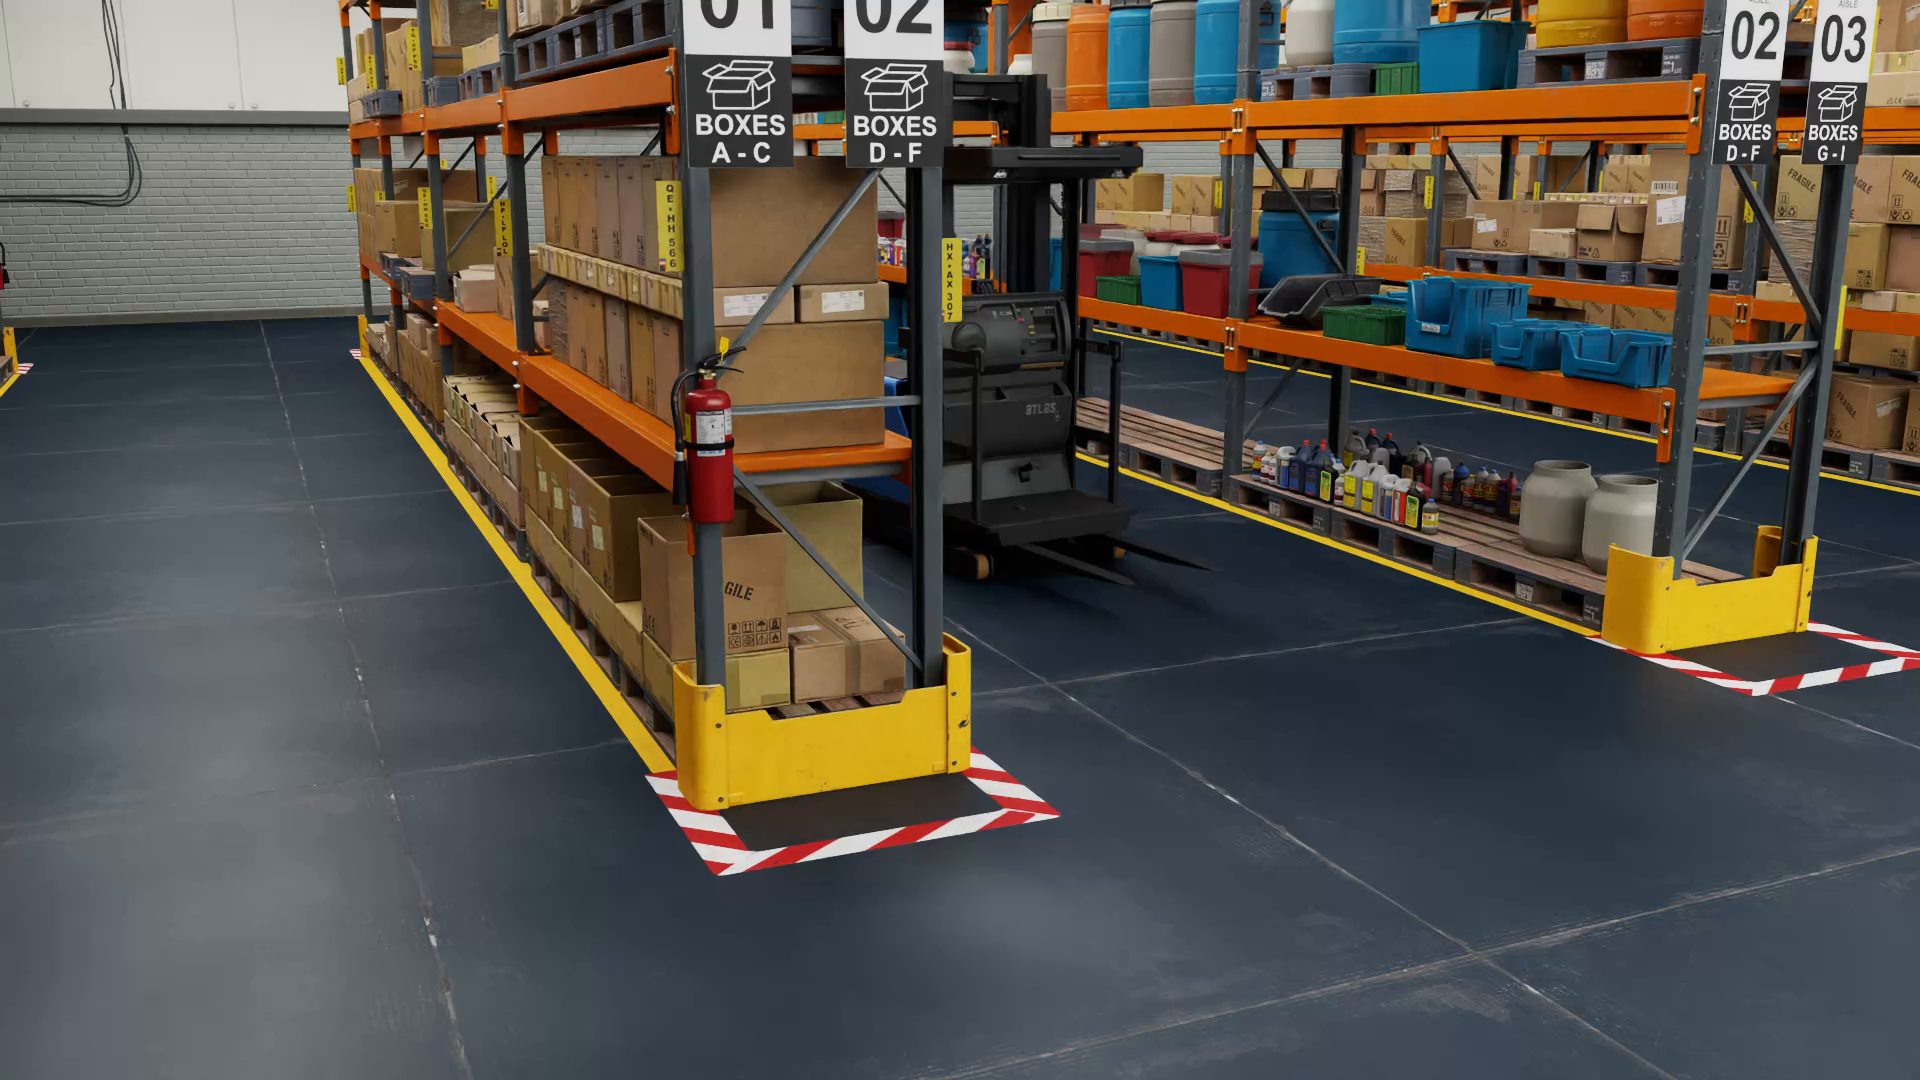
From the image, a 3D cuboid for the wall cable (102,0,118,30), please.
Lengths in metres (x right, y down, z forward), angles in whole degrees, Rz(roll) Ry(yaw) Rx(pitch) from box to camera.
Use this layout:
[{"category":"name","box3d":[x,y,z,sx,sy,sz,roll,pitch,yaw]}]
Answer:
[{"category":"wall cable","box3d":[-10.956,-8.684,24.118,3.097,2.526,0.112,-6,14,-23]}]

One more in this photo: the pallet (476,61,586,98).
[{"category":"pallet","box3d":[-2.518,-2.886,10.460,0.805,0.209,1.217,-6,14,-25]}]

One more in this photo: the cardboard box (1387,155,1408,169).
[{"category":"cardboard box","box3d":[6.849,-5.598,25.304,0.500,0.500,0.500,-5,14,-21]}]

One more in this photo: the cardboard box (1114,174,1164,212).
[{"category":"cardboard box","box3d":[2.477,-4.814,23.027,0.500,0.500,0.500,-6,14,-24]}]

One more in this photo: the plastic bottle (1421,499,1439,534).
[{"category":"plastic bottle","box3d":[2.853,-0.148,10.087,0.097,0.201,0.097,0,13,0]}]

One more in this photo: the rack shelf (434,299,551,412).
[{"category":"rack shelf","box3d":[-2.954,-1.400,11.860,1.077,0.370,4.000,-6,14,-23]}]

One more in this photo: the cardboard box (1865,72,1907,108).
[{"category":"cardboard box","box3d":[7.088,-3.394,12.563,0.500,0.250,0.500,-6,14,-23]}]

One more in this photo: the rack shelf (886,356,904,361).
[{"category":"rack shelf","box3d":[-0.534,-1.197,11.619,0.258,0.148,0.480,-7,14,-27]}]

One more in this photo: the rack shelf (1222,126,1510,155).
[{"category":"rack shelf","box3d":[4.522,-4.581,18.955,1.077,0.370,4.000,-6,14,-23]}]

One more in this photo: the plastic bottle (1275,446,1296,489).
[{"category":"plastic bottle","box3d":[2.268,-0.501,11.448,0.152,0.276,0.135,-5,14,-21]}]

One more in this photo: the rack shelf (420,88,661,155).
[{"category":"rack shelf","box3d":[-2.954,-2.861,11.522,1.077,0.370,4.000,-6,14,-23]}]

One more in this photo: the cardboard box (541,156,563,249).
[{"category":"cardboard box","box3d":[-1.969,-1.927,9.443,0.700,0.500,0.500,-6,14,-23]}]

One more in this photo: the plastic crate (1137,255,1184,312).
[{"category":"plastic crate","box3d":[1.661,-1.976,12.789,0.392,0.384,0.575,-6,14,-23]}]

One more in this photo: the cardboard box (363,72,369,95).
[{"category":"cardboard box","box3d":[-5.998,-4.801,17.533,0.500,0.250,0.500,-6,14,-23]}]

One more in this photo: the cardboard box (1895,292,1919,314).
[{"category":"cardboard box","box3d":[7.260,-1.781,12.469,0.380,0.149,0.250,-6,14,-23]}]

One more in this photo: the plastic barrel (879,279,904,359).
[{"category":"plastic barrel","box3d":[-0.615,-2.505,18.762,0.600,0.901,0.708,-6,14,-23]}]

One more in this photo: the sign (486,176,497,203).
[{"category":"sign","box3d":[-4.850,-3.605,17.224,0.100,0.325,0.005,-6,14,-23]}]

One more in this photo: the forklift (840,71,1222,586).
[{"category":"forklift","box3d":[0.384,-1.305,10.007,1.130,2.935,3.031,-8,15,-30]}]

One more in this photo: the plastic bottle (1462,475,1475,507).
[{"category":"plastic bottle","box3d":[3.332,-0.323,10.843,0.097,0.201,0.097,0,13,0]}]

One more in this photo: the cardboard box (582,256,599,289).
[{"category":"cardboard box","box3d":[-1.702,-1.363,8.445,0.380,0.149,0.250,-6,14,-25]}]

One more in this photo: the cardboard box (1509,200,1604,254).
[{"category":"cardboard box","box3d":[5.892,-3.096,16.443,0.700,0.500,0.500,-3,13,-15]}]

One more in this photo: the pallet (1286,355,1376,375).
[{"category":"pallet","box3d":[4.592,-2.120,19.562,1.003,0.211,1.213,-6,14,-23]}]

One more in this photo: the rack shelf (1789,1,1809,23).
[{"category":"rack shelf","box3d":[9.107,-6.275,20.508,1.077,0.370,4.000,-6,14,-23]}]

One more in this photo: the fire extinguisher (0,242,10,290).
[{"category":"fire extinguisher","box3d":[-11.134,-3.221,19.135,0.296,0.674,0.183,-6,14,-23]}]

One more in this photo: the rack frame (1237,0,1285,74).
[{"category":"rack frame","box3d":[2.388,-4.706,11.247,1.000,3.000,0.127,-6,14,-23]}]

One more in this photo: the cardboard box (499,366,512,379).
[{"category":"cardboard box","box3d":[-3.675,-1.280,14.315,0.500,0.500,0.500,-5,14,-21]}]

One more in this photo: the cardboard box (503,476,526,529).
[{"category":"cardboard box","box3d":[-2.584,-0.261,10.514,0.500,0.250,0.500,-6,14,-24]}]

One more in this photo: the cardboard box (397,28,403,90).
[{"category":"cardboard box","box3d":[-4.934,-4.506,15.661,0.600,0.600,0.600,-6,14,-24]}]

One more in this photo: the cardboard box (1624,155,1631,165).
[{"category":"cardboard box","box3d":[11.258,-6.311,27.608,0.380,0.149,0.250,-5,14,-22]}]

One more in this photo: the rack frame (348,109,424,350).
[{"category":"rack frame","box3d":[-6.959,-3.816,20.706,1.000,3.000,0.127,-6,14,-23]}]

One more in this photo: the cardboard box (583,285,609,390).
[{"category":"cardboard box","box3d":[-1.554,-1.082,8.671,0.700,0.500,0.500,-5,14,-22]}]

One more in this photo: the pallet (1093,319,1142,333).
[{"category":"pallet","box3d":[2.511,-3.193,24.200,1.003,0.211,1.213,-6,14,-23]}]

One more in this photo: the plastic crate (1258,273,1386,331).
[{"category":"plastic crate","box3d":[2.481,-1.634,11.414,0.767,0.338,0.504,-6,14,-23]}]

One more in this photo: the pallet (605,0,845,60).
[{"category":"pallet","box3d":[-0.810,-2.077,6.736,1.003,0.211,1.213,-6,14,-23]}]

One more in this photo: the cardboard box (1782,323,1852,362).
[{"category":"cardboard box","box3d":[10.070,-2.459,18.900,1.050,0.750,0.750,-6,14,-24]}]

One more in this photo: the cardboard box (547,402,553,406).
[{"category":"cardboard box","box3d":[-2.707,-0.901,12.031,0.500,0.311,0.500,-5,14,-21]}]

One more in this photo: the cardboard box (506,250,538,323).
[{"category":"cardboard box","box3d":[-2.857,-1.758,11.592,0.500,0.500,0.500,-6,14,-23]}]

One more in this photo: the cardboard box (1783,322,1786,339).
[{"category":"cardboard box","box3d":[9.859,-2.640,20.238,0.500,0.500,0.500,-6,14,-25]}]

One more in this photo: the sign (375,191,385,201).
[{"category":"sign","box3d":[-5.851,-3.361,16.819,0.100,0.325,0.005,-6,14,-23]}]

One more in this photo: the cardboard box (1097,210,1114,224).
[{"category":"cardboard box","box3d":[2.278,-4.552,23.557,0.500,0.250,0.500,-6,14,-24]}]

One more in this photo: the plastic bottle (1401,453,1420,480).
[{"category":"plastic bottle","box3d":[3.032,-0.447,11.195,0.061,0.283,0.133,-6,14,-23]}]

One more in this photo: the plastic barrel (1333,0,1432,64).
[{"category":"plastic barrel","box3d":[2.688,-3.478,10.551,0.600,0.901,0.708,-6,14,-23]}]

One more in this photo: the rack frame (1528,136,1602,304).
[{"category":"rack frame","box3d":[8.306,-4.311,22.843,1.000,3.000,0.127,-6,14,-23]}]

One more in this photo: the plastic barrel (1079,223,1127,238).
[{"category":"plastic barrel","box3d":[1.249,-2.608,15.183,0.600,0.536,0.708,-6,14,-23]}]

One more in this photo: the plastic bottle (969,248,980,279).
[{"category":"plastic bottle","box3d":[0.140,-2.646,15.908,0.061,0.283,0.133,-6,14,-23]}]

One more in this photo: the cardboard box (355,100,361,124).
[{"category":"cardboard box","box3d":[-6.596,-4.868,18.930,0.500,0.250,0.500,-6,14,-23]}]

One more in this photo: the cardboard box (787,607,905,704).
[{"category":"cardboard box","box3d":[-0.561,0.494,7.251,0.500,0.250,0.500,-6,14,-23]}]

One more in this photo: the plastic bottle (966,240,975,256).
[{"category":"plastic bottle","box3d":[0.132,-3.068,17.750,0.152,0.276,0.135,-6,14,-23]}]

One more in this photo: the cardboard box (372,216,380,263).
[{"category":"cardboard box","box3d":[-6.208,-3.331,18.387,0.500,0.500,0.500,-5,14,-22]}]

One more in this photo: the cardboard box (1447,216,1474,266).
[{"category":"cardboard box","box3d":[5.378,-3.231,17.956,0.500,0.500,0.500,-5,14,-21]}]

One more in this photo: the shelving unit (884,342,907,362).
[{"category":"shelving unit","box3d":[-0.530,-0.813,11.702,0.258,1.200,0.503,-7,14,-27]}]

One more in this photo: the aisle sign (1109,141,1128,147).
[{"category":"aisle sign","box3d":[2.365,-6.019,24.457,0.394,0.787,0.004,-6,14,-23]}]

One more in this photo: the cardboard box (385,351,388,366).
[{"category":"cardboard box","box3d":[-6.050,-1.979,18.116,0.380,0.149,0.250,-6,14,-23]}]

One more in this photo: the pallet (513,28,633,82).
[{"category":"pallet","box3d":[-1.787,-2.581,8.914,1.003,0.211,1.213,-6,14,-23]}]
